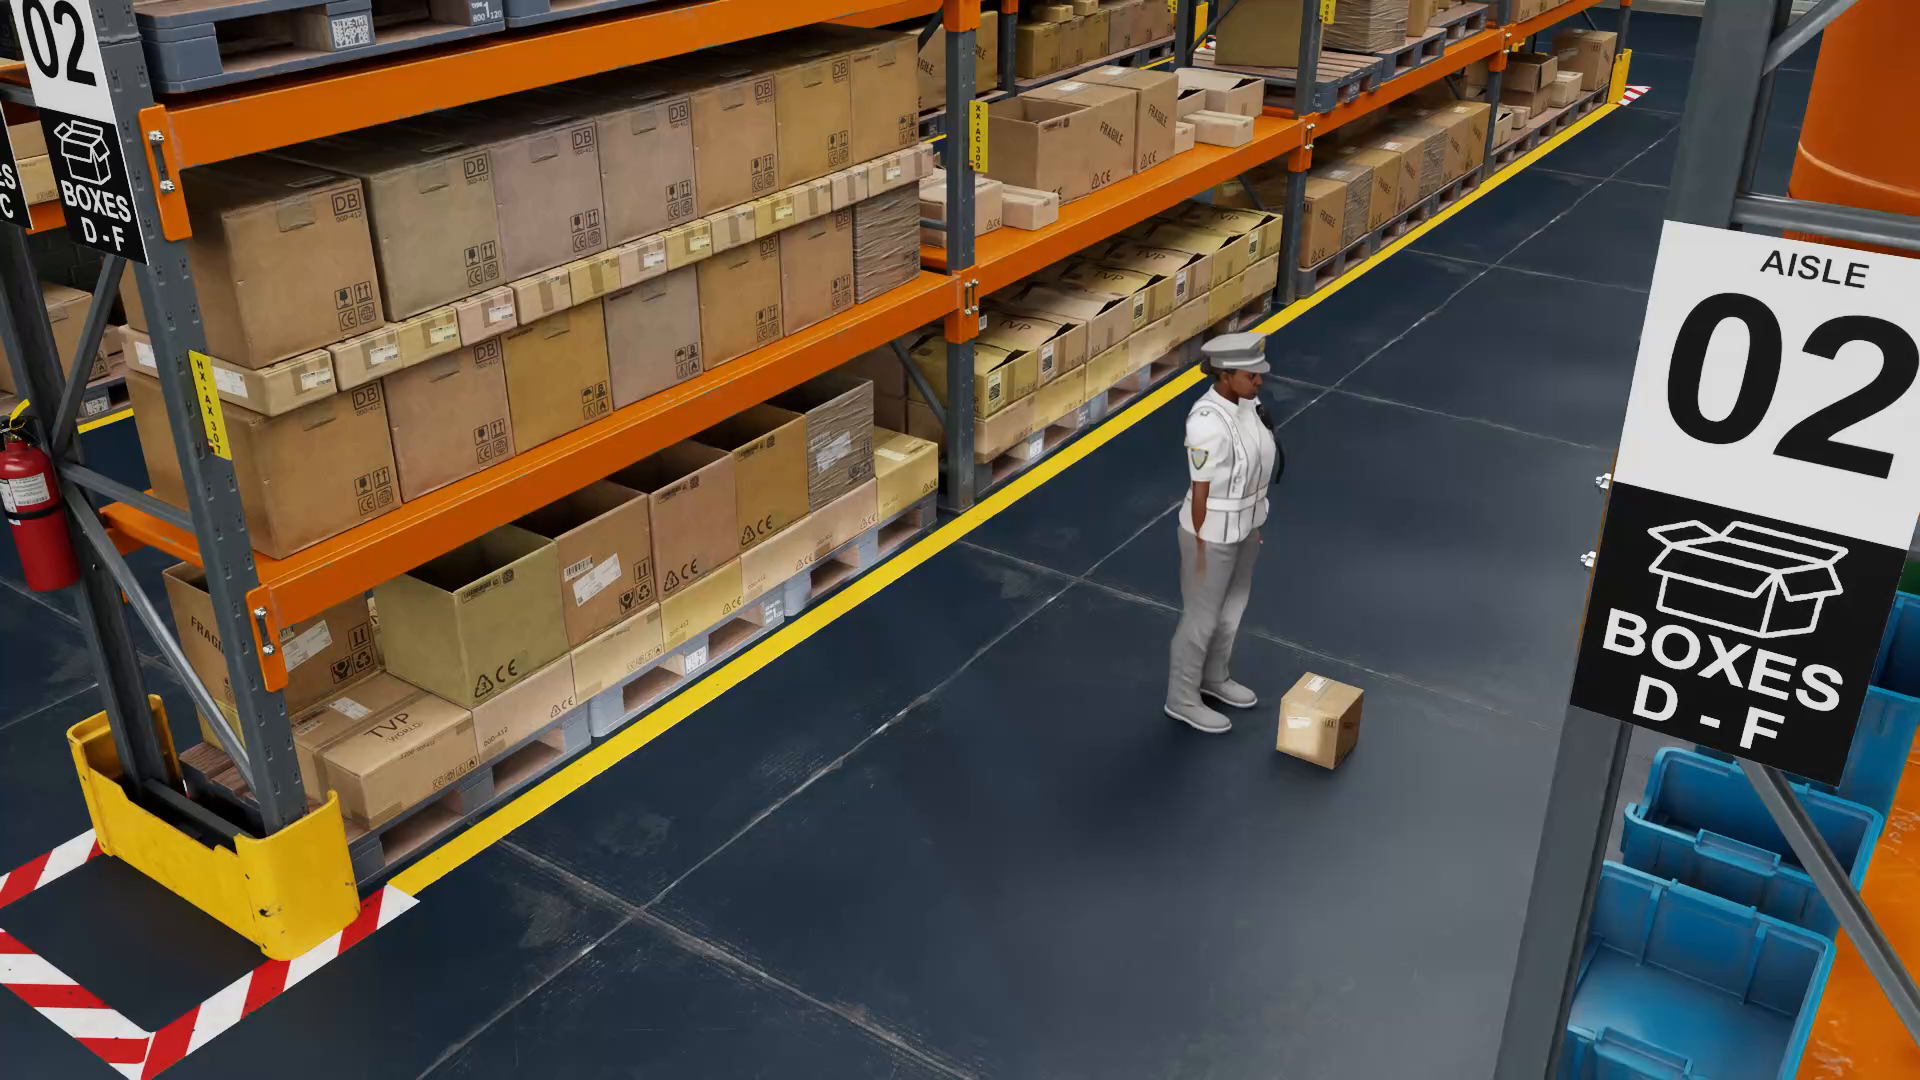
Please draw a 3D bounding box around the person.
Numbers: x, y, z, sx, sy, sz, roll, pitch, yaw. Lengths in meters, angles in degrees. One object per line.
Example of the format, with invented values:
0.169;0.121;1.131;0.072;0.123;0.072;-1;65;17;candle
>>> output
1.067;-0.036;6.675;0.339;1.678;0.436;18;32;32;person
